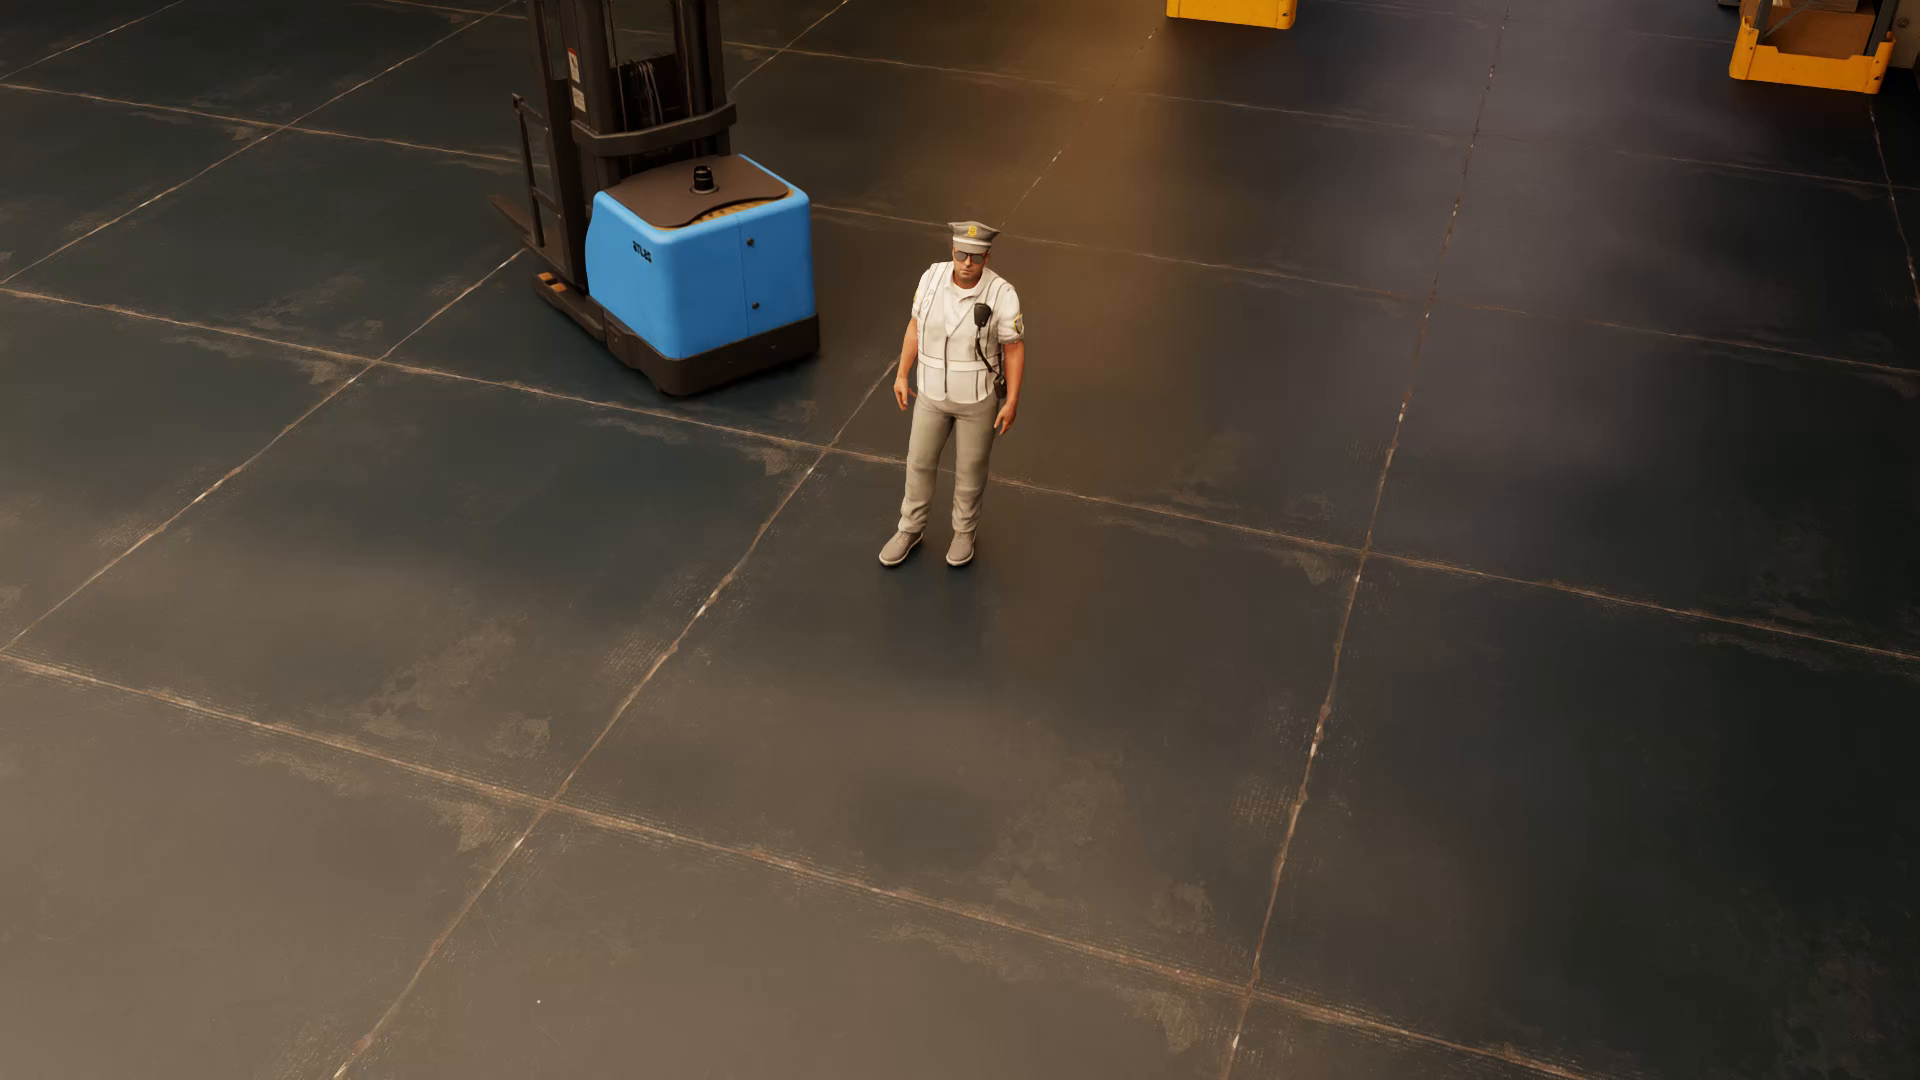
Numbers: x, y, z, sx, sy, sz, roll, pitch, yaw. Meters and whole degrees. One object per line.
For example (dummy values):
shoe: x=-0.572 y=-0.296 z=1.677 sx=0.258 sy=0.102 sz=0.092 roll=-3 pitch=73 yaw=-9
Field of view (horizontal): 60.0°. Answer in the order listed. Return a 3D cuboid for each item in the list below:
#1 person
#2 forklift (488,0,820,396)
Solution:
person: x=-0.037 y=-0.693 z=8.068 sx=0.641 sy=1.780 sz=0.574 roll=12 pitch=37 yaw=16
forklift: x=-2.139 y=-2.837 z=10.112 sx=1.130 sy=2.935 sz=3.031 roll=-23 pitch=41 yaw=-29
